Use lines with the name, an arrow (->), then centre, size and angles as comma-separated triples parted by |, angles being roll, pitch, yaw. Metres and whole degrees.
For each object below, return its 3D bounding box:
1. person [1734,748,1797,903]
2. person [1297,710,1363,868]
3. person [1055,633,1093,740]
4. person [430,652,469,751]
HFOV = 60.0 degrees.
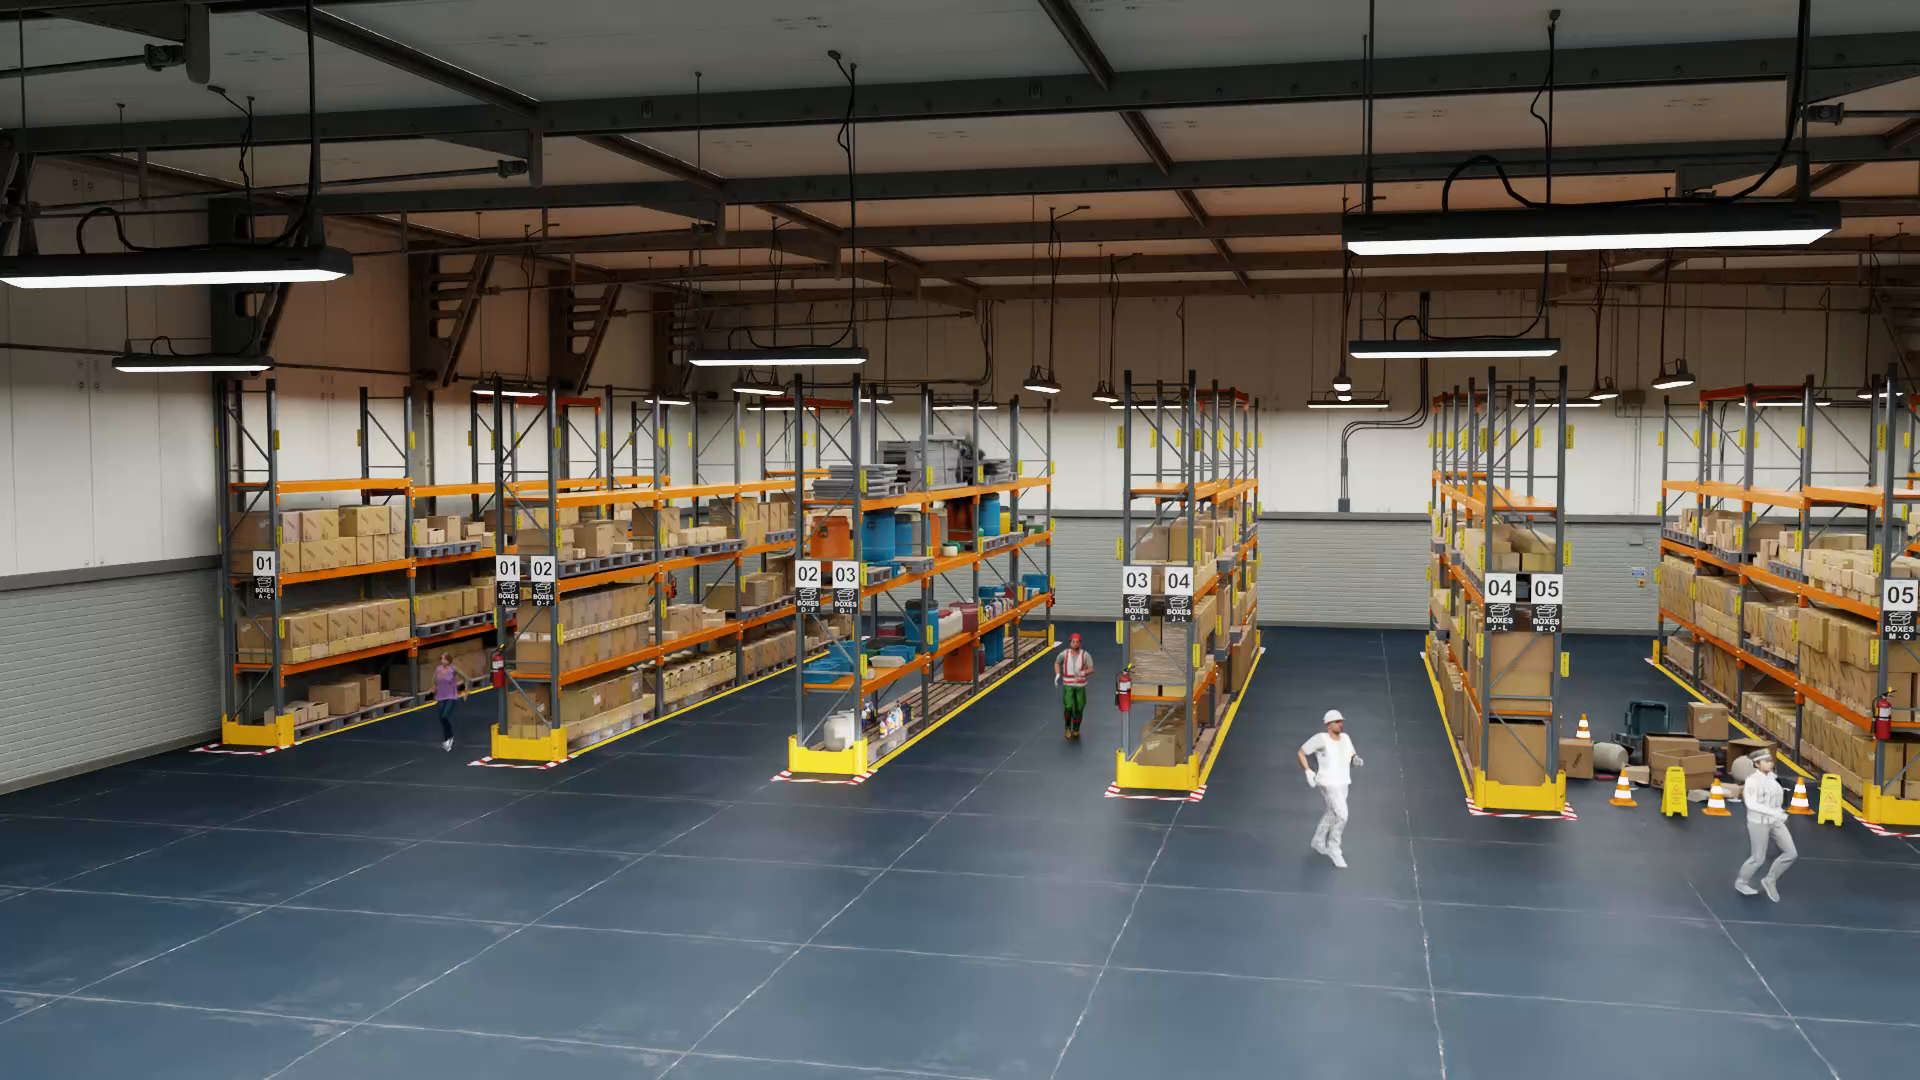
person -> 8.774, 3.094, 18.089 | 0.622, 1.674, 0.667 | -2, 4, -24
person -> 4.425, 2.927, 19.690 | 0.666, 1.834, 0.770 | -3, 4, -38
person -> 1.903, 2.445, 27.709 | 0.641, 1.775, 0.689 | 0, 3, 0
person -> -8.278, 2.602, 26.904 | 0.571, 1.612, 0.670 | 1, 4, 13
